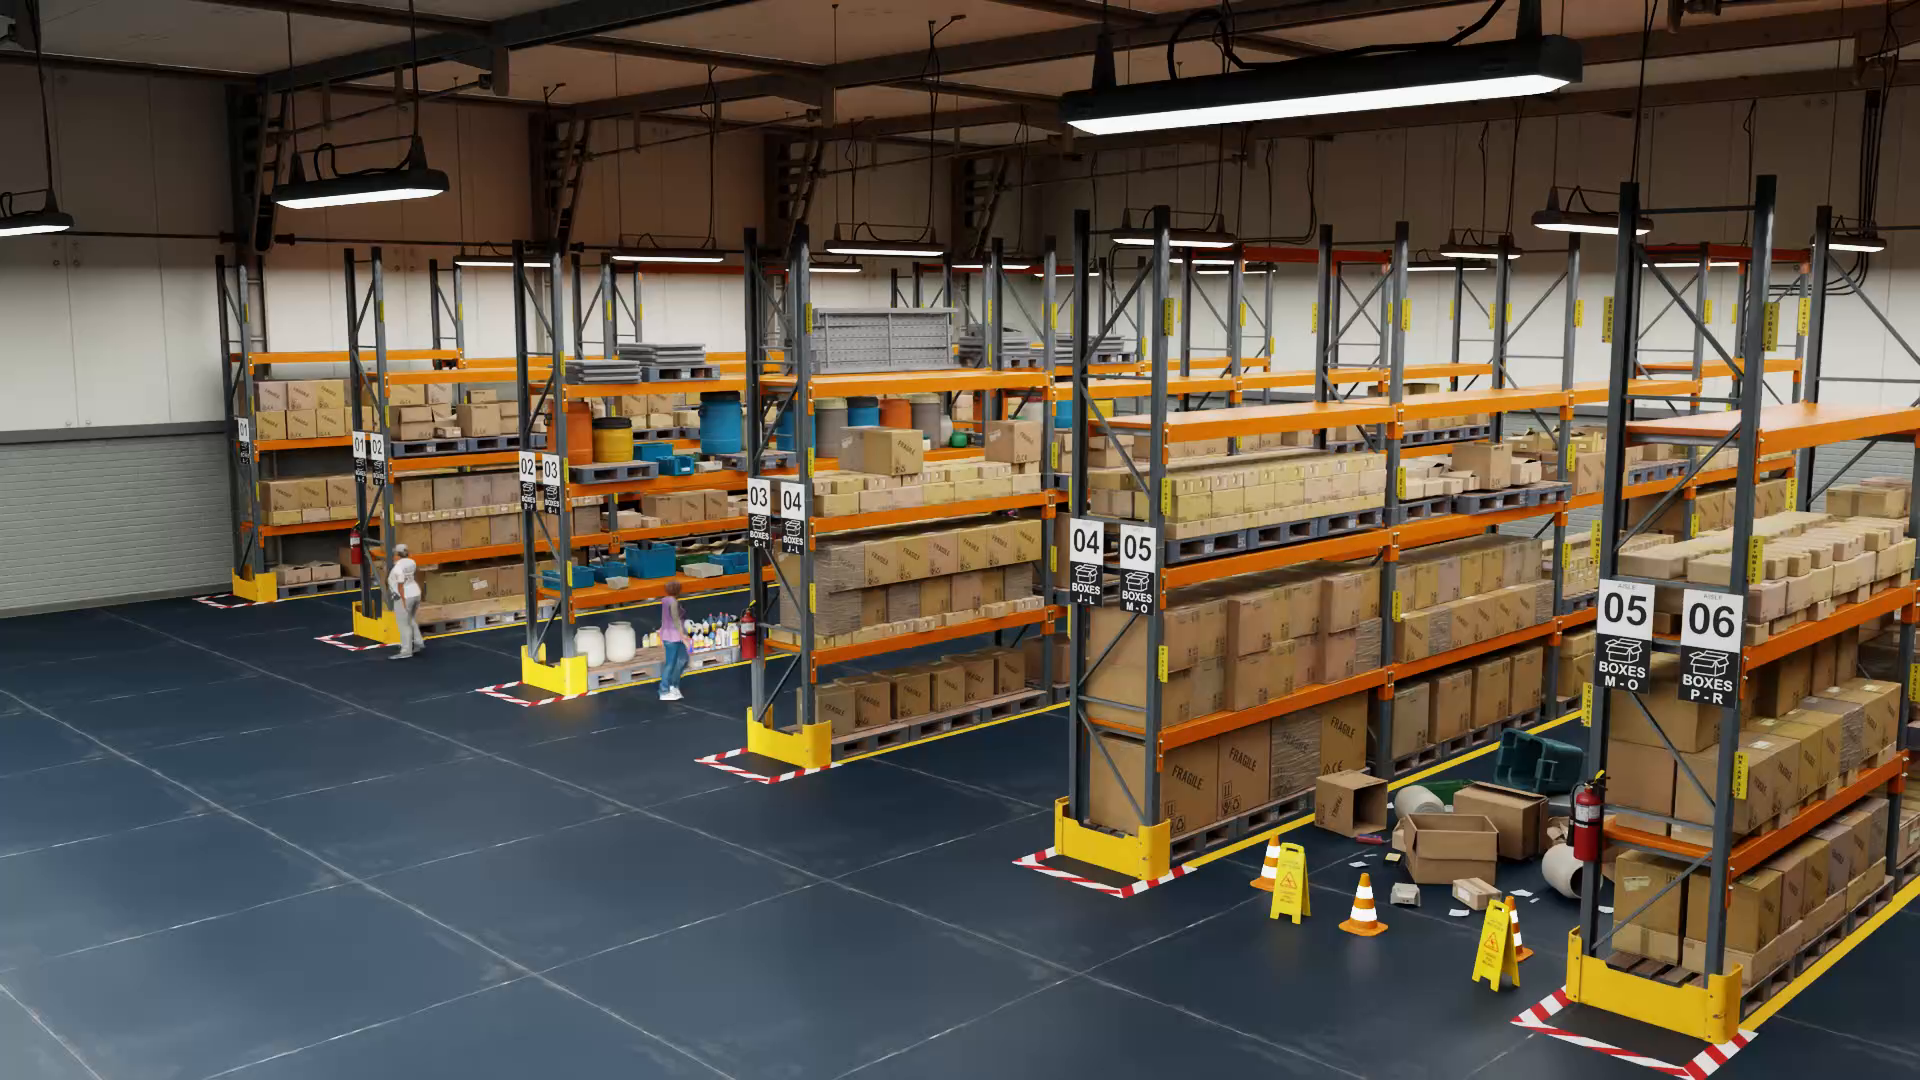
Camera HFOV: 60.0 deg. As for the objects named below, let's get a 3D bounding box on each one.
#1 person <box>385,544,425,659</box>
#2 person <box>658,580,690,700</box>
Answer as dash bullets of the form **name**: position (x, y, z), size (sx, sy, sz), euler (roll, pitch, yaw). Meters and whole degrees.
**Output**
- **person**: position (-8.154, 0.885, 24.431), size (0.401, 1.683, 0.524), euler (2, 8, 12)
- **person**: position (-3.738, 1.322, 21.679), size (0.445, 1.634, 0.412), euler (-2, 8, -15)
